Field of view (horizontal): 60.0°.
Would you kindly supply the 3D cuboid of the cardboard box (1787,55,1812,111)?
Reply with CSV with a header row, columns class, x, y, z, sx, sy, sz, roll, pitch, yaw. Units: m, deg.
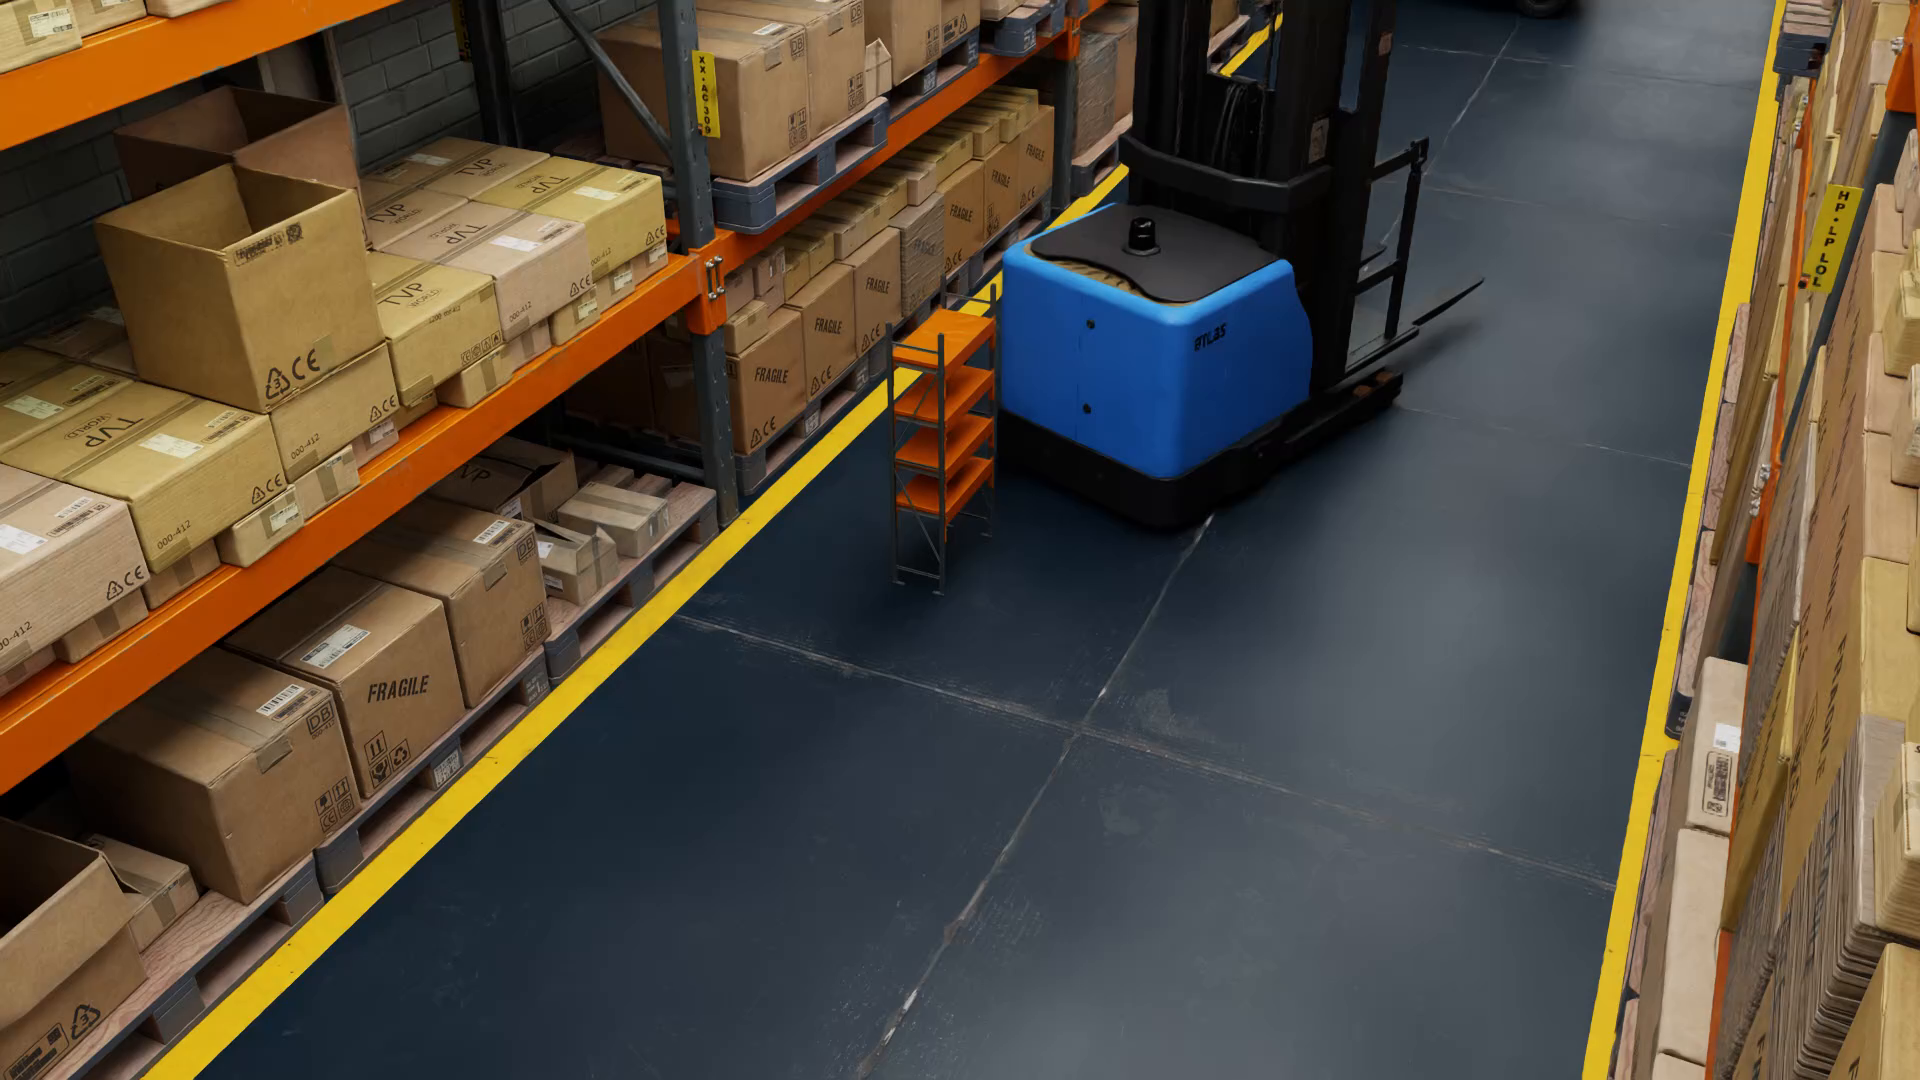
class,x,y,z,sx,sy,sz,roll,pitch,yaw
cardboard box,6.179,-3.109,11.269,0.950,0.372,0.625,15,36,21

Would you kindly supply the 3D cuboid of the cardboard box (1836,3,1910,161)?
class,x,y,z,sx,sy,sz,roll,pitch,yaw
cardboard box,3.448,-1.557,5.886,0.500,0.500,0.500,15,36,22

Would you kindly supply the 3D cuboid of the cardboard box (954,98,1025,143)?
class,x,y,z,sx,sy,sz,roll,pitch,yaw
cardboard box,0.150,-2.393,9.469,0.380,0.149,0.250,12,35,18

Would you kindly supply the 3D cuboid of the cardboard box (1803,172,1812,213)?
class,x,y,z,sx,sy,sz,roll,pitch,yaw
cardboard box,3.866,-1.533,6.989,0.500,0.250,0.500,15,36,22

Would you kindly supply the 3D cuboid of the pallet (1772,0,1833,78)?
class,x,y,z,sx,sy,sz,roll,pitch,yaw
pallet,4.924,-2.601,8.656,1.213,0.211,1.003,14,36,20

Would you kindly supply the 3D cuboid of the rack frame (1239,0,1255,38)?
class,x,y,z,sx,sy,sz,roll,pitch,yaw
rack frame,1.886,-5.431,12.796,1.000,3.000,0.127,14,36,20

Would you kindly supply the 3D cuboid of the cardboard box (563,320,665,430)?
class,x,y,z,sx,sy,sz,roll,pitch,yaw
cardboard box,-1.524,-0.889,7.767,0.500,0.500,0.500,14,36,20

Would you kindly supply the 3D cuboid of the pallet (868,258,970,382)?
class,x,y,z,sx,sy,sz,roll,pitch,yaw
pallet,-0.646,-1.304,9.046,1.003,0.211,1.213,14,36,20

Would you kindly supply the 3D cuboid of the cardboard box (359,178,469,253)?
class,x,y,z,sx,sy,sz,roll,pitch,yaw
cardboard box,-2.117,-1.072,6.015,0.500,0.250,0.500,14,36,20

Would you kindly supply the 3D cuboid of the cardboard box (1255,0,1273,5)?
class,x,y,z,sx,sy,sz,roll,pitch,yaw
cardboard box,2.389,-4.621,13.687,0.500,0.250,0.500,15,36,21

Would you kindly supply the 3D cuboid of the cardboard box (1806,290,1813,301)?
class,x,y,z,sx,sy,sz,roll,pitch,yaw
cardboard box,3.215,-0.982,5.692,0.500,0.250,0.500,15,36,22

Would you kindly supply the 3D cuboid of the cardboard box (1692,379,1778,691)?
class,x,y,z,sx,sy,sz,roll,pitch,yaw
cardboard box,3.236,0.076,5.953,0.875,0.875,0.875,15,36,22

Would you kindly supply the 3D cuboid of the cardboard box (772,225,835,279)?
class,x,y,z,sx,sy,sz,roll,pitch,yaw
cardboard box,-0.824,-1.391,7.941,0.380,0.149,0.250,14,36,20

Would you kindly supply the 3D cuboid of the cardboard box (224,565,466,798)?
class,x,y,z,sx,sy,sz,roll,pitch,yaw
cardboard box,-2.087,0.476,5.686,0.500,0.500,0.500,15,36,21

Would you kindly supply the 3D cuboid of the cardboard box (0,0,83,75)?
class,x,y,z,sx,sy,sz,roll,pitch,yaw
cardboard box,-2.280,-1.202,3.841,0.380,0.149,0.250,14,36,20

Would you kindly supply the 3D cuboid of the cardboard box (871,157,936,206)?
class,x,y,z,sx,sy,sz,roll,pitch,yaw
cardboard box,-0.344,-1.882,8.690,0.380,0.149,0.250,12,35,18

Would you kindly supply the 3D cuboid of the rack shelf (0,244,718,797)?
class,x,y,z,sx,sy,sz,roll,pitch,yaw
rack shelf,-2.298,-0.149,5.398,1.077,0.370,4.000,14,36,20

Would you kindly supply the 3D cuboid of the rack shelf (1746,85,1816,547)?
class,x,y,z,sx,sy,sz,roll,pitch,yaw
rack shelf,3.886,-1.005,6.703,1.077,0.370,4.000,14,36,20

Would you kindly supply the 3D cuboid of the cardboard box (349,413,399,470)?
class,x,y,z,sx,sy,sz,roll,pitch,yaw
cardboard box,-2.027,-0.360,5.293,0.380,0.149,0.250,14,36,20

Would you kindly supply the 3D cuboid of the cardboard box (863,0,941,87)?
class,x,y,z,sx,sy,sz,roll,pitch,yaw
cardboard box,-0.510,-2.502,7.856,0.700,0.500,0.500,14,36,20

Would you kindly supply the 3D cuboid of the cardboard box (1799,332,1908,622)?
class,x,y,z,sx,sy,sz,roll,pitch,yaw
cardboard box,2.188,-0.085,3.641,0.500,0.500,0.500,15,36,21

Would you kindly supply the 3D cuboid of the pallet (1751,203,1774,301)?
class,x,y,z,sx,sy,sz,roll,pitch,yaw
pallet,5.051,-1.524,9.382,1.003,0.211,1.213,14,36,20

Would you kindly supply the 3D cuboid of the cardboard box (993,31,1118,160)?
class,x,y,z,sx,sy,sz,roll,pitch,yaw
cardboard box,0.486,-2.928,10.763,0.875,0.625,0.625,15,36,22

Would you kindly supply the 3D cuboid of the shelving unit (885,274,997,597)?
class,x,y,z,sx,sy,sz,roll,pitch,yaw
shelving unit,-0.069,-0.419,6.795,0.258,1.200,0.503,14,36,20

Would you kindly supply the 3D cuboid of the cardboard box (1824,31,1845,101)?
class,x,y,z,sx,sy,sz,roll,pitch,yaw
cardboard box,4.069,-1.995,7.238,0.500,0.250,0.500,15,36,22

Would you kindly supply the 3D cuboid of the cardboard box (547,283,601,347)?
class,x,y,z,sx,sy,sz,roll,pitch,yaw
cardboard box,-1.541,-0.855,6.047,0.380,0.149,0.250,15,36,22

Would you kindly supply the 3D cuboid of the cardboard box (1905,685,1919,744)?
class,x,y,z,sx,sy,sz,roll,pitch,yaw
cardboard box,1.603,0.331,2.415,0.380,0.149,0.250,15,36,22

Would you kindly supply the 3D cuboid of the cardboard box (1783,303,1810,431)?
class,x,y,z,sx,sy,sz,roll,pitch,yaw
cardboard box,3.008,-0.528,5.456,0.500,0.250,0.500,13,36,19

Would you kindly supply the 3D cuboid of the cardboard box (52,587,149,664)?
class,x,y,z,sx,sy,sz,roll,pitch,yaw
cardboard box,-2.443,0.162,4.496,0.380,0.149,0.250,15,36,22

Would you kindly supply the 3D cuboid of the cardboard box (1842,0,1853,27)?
class,x,y,z,sx,sy,sz,roll,pitch,yaw
cardboard box,4.294,-2.572,7.434,0.500,0.500,0.500,13,35,19

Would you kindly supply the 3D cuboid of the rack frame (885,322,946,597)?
class,x,y,z,sx,sy,sz,roll,pitch,yaw
rack frame,-0.171,-0.298,6.610,0.240,1.200,0.015,14,36,20

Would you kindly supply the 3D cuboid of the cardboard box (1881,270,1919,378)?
class,x,y,z,sx,sy,sz,roll,pitch,yaw
cardboard box,2.223,-0.439,3.590,0.380,0.149,0.250,13,35,19

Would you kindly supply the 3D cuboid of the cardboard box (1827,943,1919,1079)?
class,x,y,z,sx,sy,sz,roll,pitch,yaw
cardboard box,1.361,0.928,2.096,0.500,0.500,0.500,15,36,22

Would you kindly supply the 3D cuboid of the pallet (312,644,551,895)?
class,x,y,z,sx,sy,sz,roll,pitch,yaw
pallet,-2.258,0.672,6.033,1.003,0.211,1.213,14,36,20

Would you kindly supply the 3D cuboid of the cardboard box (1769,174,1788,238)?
class,x,y,z,sx,sy,sz,roll,pitch,yaw
cardboard box,4.968,-1.657,9.055,0.950,0.372,0.625,12,35,17

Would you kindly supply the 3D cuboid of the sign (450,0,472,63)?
class,x,y,z,sx,sy,sz,roll,pitch,yaw
sign,-1.966,-2.056,6.594,0.100,0.325,0.005,14,36,20

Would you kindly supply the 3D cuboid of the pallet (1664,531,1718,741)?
class,x,y,z,sx,sy,sz,roll,pitch,yaw
pallet,3.303,0.455,6.363,1.003,0.211,1.213,14,36,20

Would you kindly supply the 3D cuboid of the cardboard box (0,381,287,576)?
class,x,y,z,sx,sy,sz,roll,pitch,yaw
cardboard box,-2.280,-0.184,4.661,0.500,0.250,0.500,13,36,20

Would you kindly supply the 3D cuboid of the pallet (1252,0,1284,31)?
class,x,y,z,sx,sy,sz,roll,pitch,yaw
pallet,2.257,-4.651,14.150,1.003,0.211,1.213,14,36,20

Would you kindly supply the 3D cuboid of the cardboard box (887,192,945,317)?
class,x,y,z,sx,sy,sz,roll,pitch,yaw
cardboard box,-0.405,-1.538,8.756,0.500,0.500,0.500,13,35,19

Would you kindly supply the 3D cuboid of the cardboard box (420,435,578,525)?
class,x,y,z,sx,sy,sz,roll,pitch,yaw
cardboard box,-1.952,-0.223,6.923,0.500,0.311,0.500,15,36,22

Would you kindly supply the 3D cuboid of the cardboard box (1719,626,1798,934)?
class,x,y,z,sx,sy,sz,roll,pitch,yaw
cardboard box,1.971,0.575,3.546,0.500,0.500,0.500,15,36,22

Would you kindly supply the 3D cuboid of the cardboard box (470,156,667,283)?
class,x,y,z,sx,sy,sz,roll,pitch,yaw
cardboard box,-1.452,-1.198,6.207,0.500,0.250,0.500,15,36,22

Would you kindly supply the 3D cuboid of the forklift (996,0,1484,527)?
class,x,y,z,sx,sy,sz,roll,pitch,yaw
forklift,1.553,-1.993,7.616,1.130,2.935,3.031,28,42,35

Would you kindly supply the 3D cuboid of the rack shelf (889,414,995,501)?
class,x,y,z,sx,sy,sz,roll,pitch,yaw
rack shelf,-0.069,-0.363,6.832,0.258,0.148,0.480,14,36,20

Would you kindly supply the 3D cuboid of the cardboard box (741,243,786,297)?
class,x,y,z,sx,sy,sz,roll,pitch,yaw
cardboard box,-1.004,-1.230,7.424,0.380,0.149,0.250,12,35,18
